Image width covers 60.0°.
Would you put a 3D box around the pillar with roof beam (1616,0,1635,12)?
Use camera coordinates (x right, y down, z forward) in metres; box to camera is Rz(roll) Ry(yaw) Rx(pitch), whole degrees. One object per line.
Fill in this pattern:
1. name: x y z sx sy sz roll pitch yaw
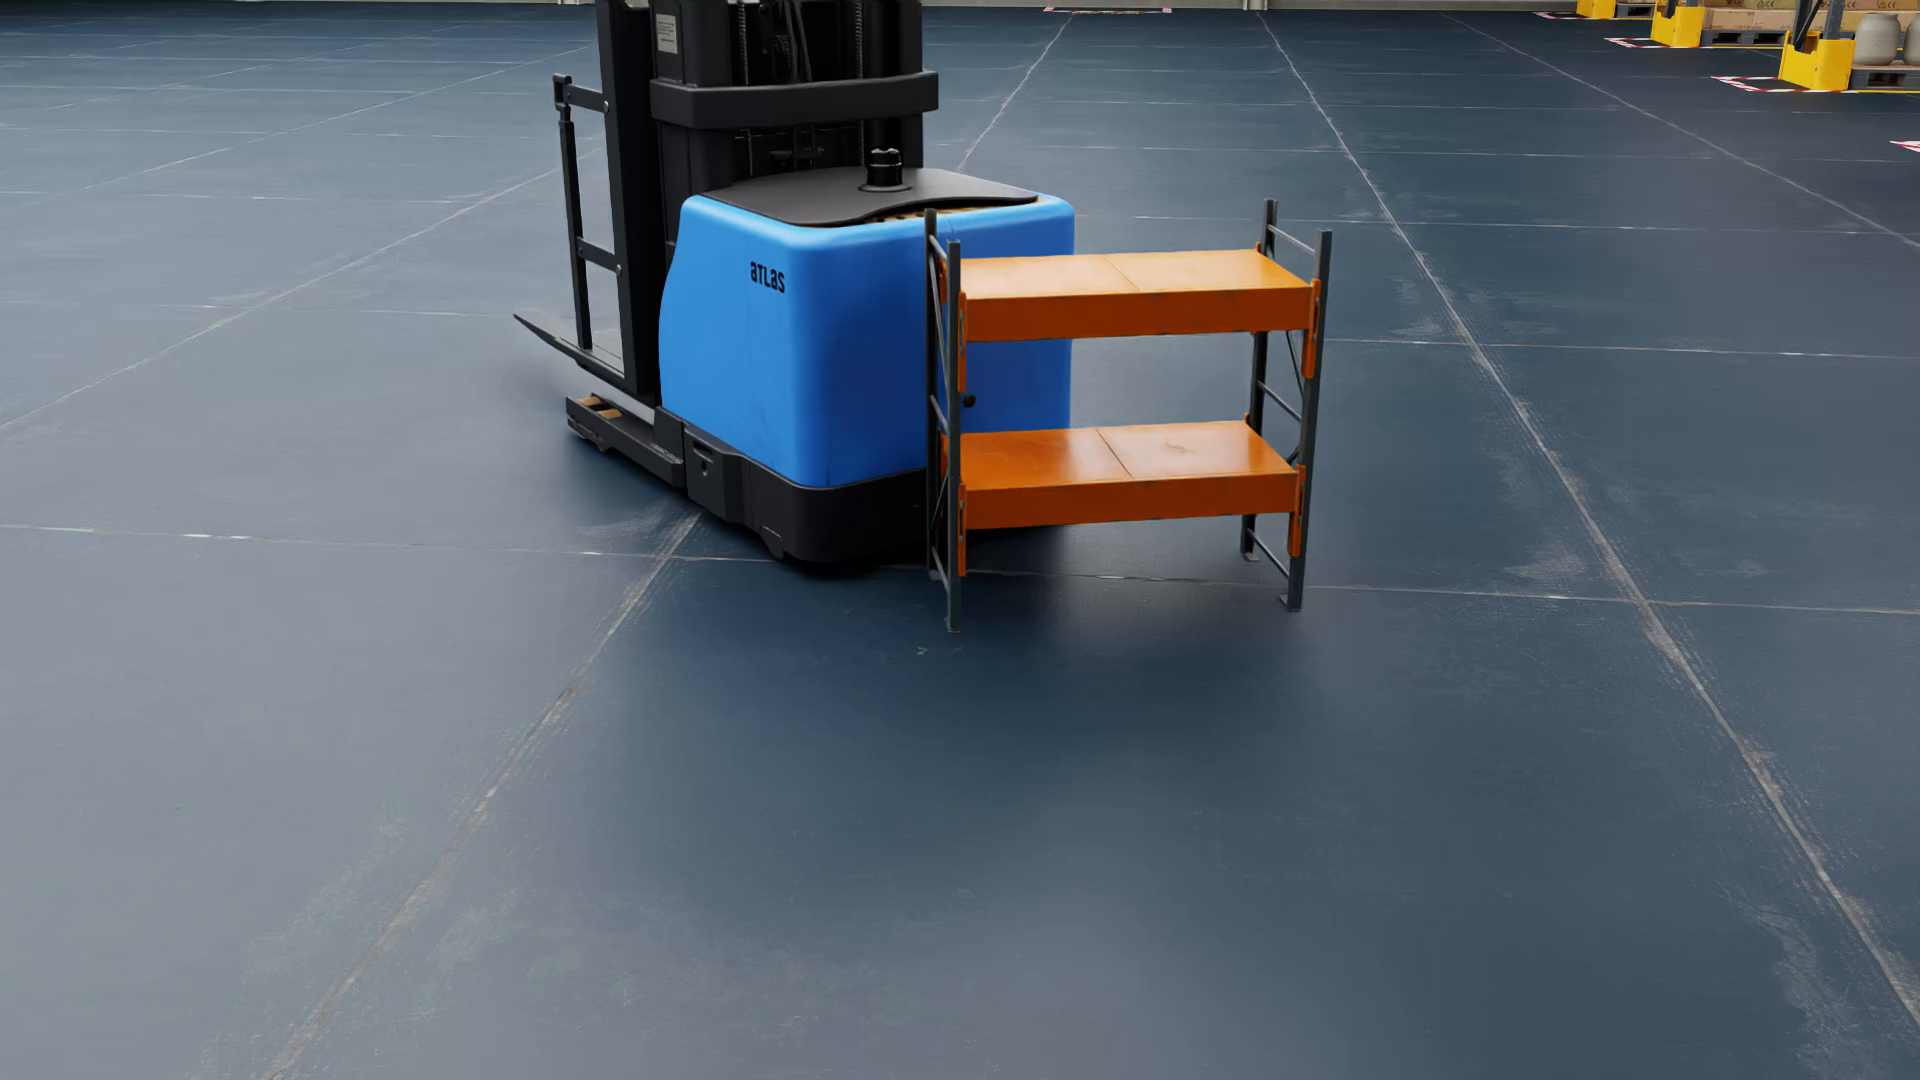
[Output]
1. pillar with roof beam: 10.462 -11.365 21.948 0.400 9.000 9.100 2 22 6

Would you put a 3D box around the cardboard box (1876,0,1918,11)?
1. cardboard box: 12.086 -7.132 21.548 0.500 0.500 0.500 2 22 6

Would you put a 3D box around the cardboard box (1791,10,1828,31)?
1. cardboard box: 11.092 -6.823 21.787 0.500 0.250 0.500 2 22 6

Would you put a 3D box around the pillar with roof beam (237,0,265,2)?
1. pillar with roof beam: -13.371 -12.404 24.575 0.400 9.000 9.100 2 22 6

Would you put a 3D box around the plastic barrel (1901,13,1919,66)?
1. plastic barrel: 10.166 -5.261 17.479 0.421 0.512 0.421 0 22 0

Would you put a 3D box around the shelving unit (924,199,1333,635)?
1. shelving unit: 0.452 -0.373 4.852 1.048 1.125 0.538 -3 22 -8

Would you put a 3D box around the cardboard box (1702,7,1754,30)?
1. cardboard box: 10.099 -6.865 21.894 0.500 0.250 0.500 2 22 6

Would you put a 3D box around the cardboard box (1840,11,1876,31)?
1. cardboard box: 11.588 -6.800 21.728 0.500 0.250 0.500 2 22 6

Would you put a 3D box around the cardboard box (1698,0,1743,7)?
1. cardboard box: 10.160 -7.404 22.236 0.500 0.500 0.500 2 22 6

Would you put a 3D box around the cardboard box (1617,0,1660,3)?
1. cardboard box: 10.848 -8.753 26.559 0.500 0.311 0.500 0 22 0

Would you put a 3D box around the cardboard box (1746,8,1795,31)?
1. cardboard box: 10.596 -6.845 21.842 0.500 0.250 0.500 2 22 6

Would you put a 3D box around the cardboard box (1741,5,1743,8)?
1. cardboard box: 10.658 -7.037 22.328 0.500 0.250 0.500 2 22 6

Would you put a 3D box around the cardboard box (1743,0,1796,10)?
1. cardboard box: 10.596 -7.193 21.703 0.500 0.500 0.500 2 22 6

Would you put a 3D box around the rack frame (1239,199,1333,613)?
1. rack frame: 0.954 -0.401 4.924 0.032 1.125 0.500 -3 22 -8

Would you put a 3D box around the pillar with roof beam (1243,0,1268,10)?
1. pillar with roof beam: 4.504 -11.625 22.605 0.400 9.000 9.100 2 22 6

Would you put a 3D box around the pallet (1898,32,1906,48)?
1. pallet: 12.780 -6.633 21.930 1.213 0.211 1.003 2 22 6

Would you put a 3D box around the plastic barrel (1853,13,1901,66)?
1. plastic barrel: 9.668 -5.283 17.534 0.421 0.512 0.421 0 22 0

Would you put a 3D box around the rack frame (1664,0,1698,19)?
1. rack frame: 9.592 -8.053 21.730 0.127 3.000 1.000 2 22 6

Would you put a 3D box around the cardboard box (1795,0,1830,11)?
1. cardboard box: 11.094 -7.176 21.660 0.500 0.500 0.500 2 22 6

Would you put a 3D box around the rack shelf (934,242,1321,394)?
1. rack shelf: 0.452 -0.645 4.745 1.000 0.278 0.538 -3 22 -8

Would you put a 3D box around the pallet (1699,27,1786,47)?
1. pallet: 10.357 -6.739 22.197 1.213 0.211 1.003 2 22 6

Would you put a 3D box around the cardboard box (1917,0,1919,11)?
1. cardboard box: 12.583 -7.111 21.497 0.500 0.500 0.500 2 22 6

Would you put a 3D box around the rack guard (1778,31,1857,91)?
1. rack guard: 9.087 -5.096 17.650 0.348 0.500 1.175 2 22 6

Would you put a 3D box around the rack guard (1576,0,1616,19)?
1. rack guard: 10.247 -8.696 26.756 0.348 0.500 1.175 2 22 6

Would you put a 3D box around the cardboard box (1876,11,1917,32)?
1. cardboard box: 12.085 -6.778 21.674 0.500 0.250 0.500 2 22 6

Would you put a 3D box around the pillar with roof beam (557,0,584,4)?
1. pillar with roof beam: -7.413 -12.144 23.918 0.400 9.000 9.100 2 22 6

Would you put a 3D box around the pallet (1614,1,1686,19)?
1. pallet: 11.050 -8.514 26.687 1.213 0.211 1.003 2 22 6

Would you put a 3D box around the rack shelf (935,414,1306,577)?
1. rack shelf: 0.452 -0.145 4.942 1.000 0.278 0.538 -3 22 -8

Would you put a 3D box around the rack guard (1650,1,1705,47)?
1. rack guard: 9.569 -6.892 22.192 0.348 0.500 1.175 2 22 6

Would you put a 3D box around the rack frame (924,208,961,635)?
1. rack frame: -0.051 -0.344 4.781 0.032 1.125 0.500 -3 22 -8

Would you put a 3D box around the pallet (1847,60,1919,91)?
1. pallet: 9.893 -4.925 17.609 1.213 0.211 1.003 2 22 6

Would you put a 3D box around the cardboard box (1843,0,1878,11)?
1. cardboard box: 11.588 -7.148 21.589 0.500 0.500 0.500 2 22 6

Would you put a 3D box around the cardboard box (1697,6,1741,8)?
1. cardboard box: 10.160 -7.054 22.372 0.500 0.250 0.500 2 22 6

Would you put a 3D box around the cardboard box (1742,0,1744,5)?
1. cardboard box: 12.137 -8.767 26.336 0.500 0.500 0.700 1 22 3

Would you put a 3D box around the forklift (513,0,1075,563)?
1. forklift: -0.863 -1.779 5.954 1.130 2.935 3.031 -14 26 -31

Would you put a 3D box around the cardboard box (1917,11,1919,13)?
1. cardboard box: 12.583 -6.762 21.633 0.500 0.250 0.500 2 22 6

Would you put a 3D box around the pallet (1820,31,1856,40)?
1. pallet: 11.565 -6.685 22.061 1.213 0.211 1.003 2 22 6

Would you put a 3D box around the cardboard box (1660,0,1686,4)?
1. cardboard box: 11.414 -8.729 26.497 0.500 0.311 0.500 4 22 11

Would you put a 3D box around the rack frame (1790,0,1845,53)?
1. rack frame: 9.006 -6.245 17.156 0.127 3.000 1.000 2 22 6
